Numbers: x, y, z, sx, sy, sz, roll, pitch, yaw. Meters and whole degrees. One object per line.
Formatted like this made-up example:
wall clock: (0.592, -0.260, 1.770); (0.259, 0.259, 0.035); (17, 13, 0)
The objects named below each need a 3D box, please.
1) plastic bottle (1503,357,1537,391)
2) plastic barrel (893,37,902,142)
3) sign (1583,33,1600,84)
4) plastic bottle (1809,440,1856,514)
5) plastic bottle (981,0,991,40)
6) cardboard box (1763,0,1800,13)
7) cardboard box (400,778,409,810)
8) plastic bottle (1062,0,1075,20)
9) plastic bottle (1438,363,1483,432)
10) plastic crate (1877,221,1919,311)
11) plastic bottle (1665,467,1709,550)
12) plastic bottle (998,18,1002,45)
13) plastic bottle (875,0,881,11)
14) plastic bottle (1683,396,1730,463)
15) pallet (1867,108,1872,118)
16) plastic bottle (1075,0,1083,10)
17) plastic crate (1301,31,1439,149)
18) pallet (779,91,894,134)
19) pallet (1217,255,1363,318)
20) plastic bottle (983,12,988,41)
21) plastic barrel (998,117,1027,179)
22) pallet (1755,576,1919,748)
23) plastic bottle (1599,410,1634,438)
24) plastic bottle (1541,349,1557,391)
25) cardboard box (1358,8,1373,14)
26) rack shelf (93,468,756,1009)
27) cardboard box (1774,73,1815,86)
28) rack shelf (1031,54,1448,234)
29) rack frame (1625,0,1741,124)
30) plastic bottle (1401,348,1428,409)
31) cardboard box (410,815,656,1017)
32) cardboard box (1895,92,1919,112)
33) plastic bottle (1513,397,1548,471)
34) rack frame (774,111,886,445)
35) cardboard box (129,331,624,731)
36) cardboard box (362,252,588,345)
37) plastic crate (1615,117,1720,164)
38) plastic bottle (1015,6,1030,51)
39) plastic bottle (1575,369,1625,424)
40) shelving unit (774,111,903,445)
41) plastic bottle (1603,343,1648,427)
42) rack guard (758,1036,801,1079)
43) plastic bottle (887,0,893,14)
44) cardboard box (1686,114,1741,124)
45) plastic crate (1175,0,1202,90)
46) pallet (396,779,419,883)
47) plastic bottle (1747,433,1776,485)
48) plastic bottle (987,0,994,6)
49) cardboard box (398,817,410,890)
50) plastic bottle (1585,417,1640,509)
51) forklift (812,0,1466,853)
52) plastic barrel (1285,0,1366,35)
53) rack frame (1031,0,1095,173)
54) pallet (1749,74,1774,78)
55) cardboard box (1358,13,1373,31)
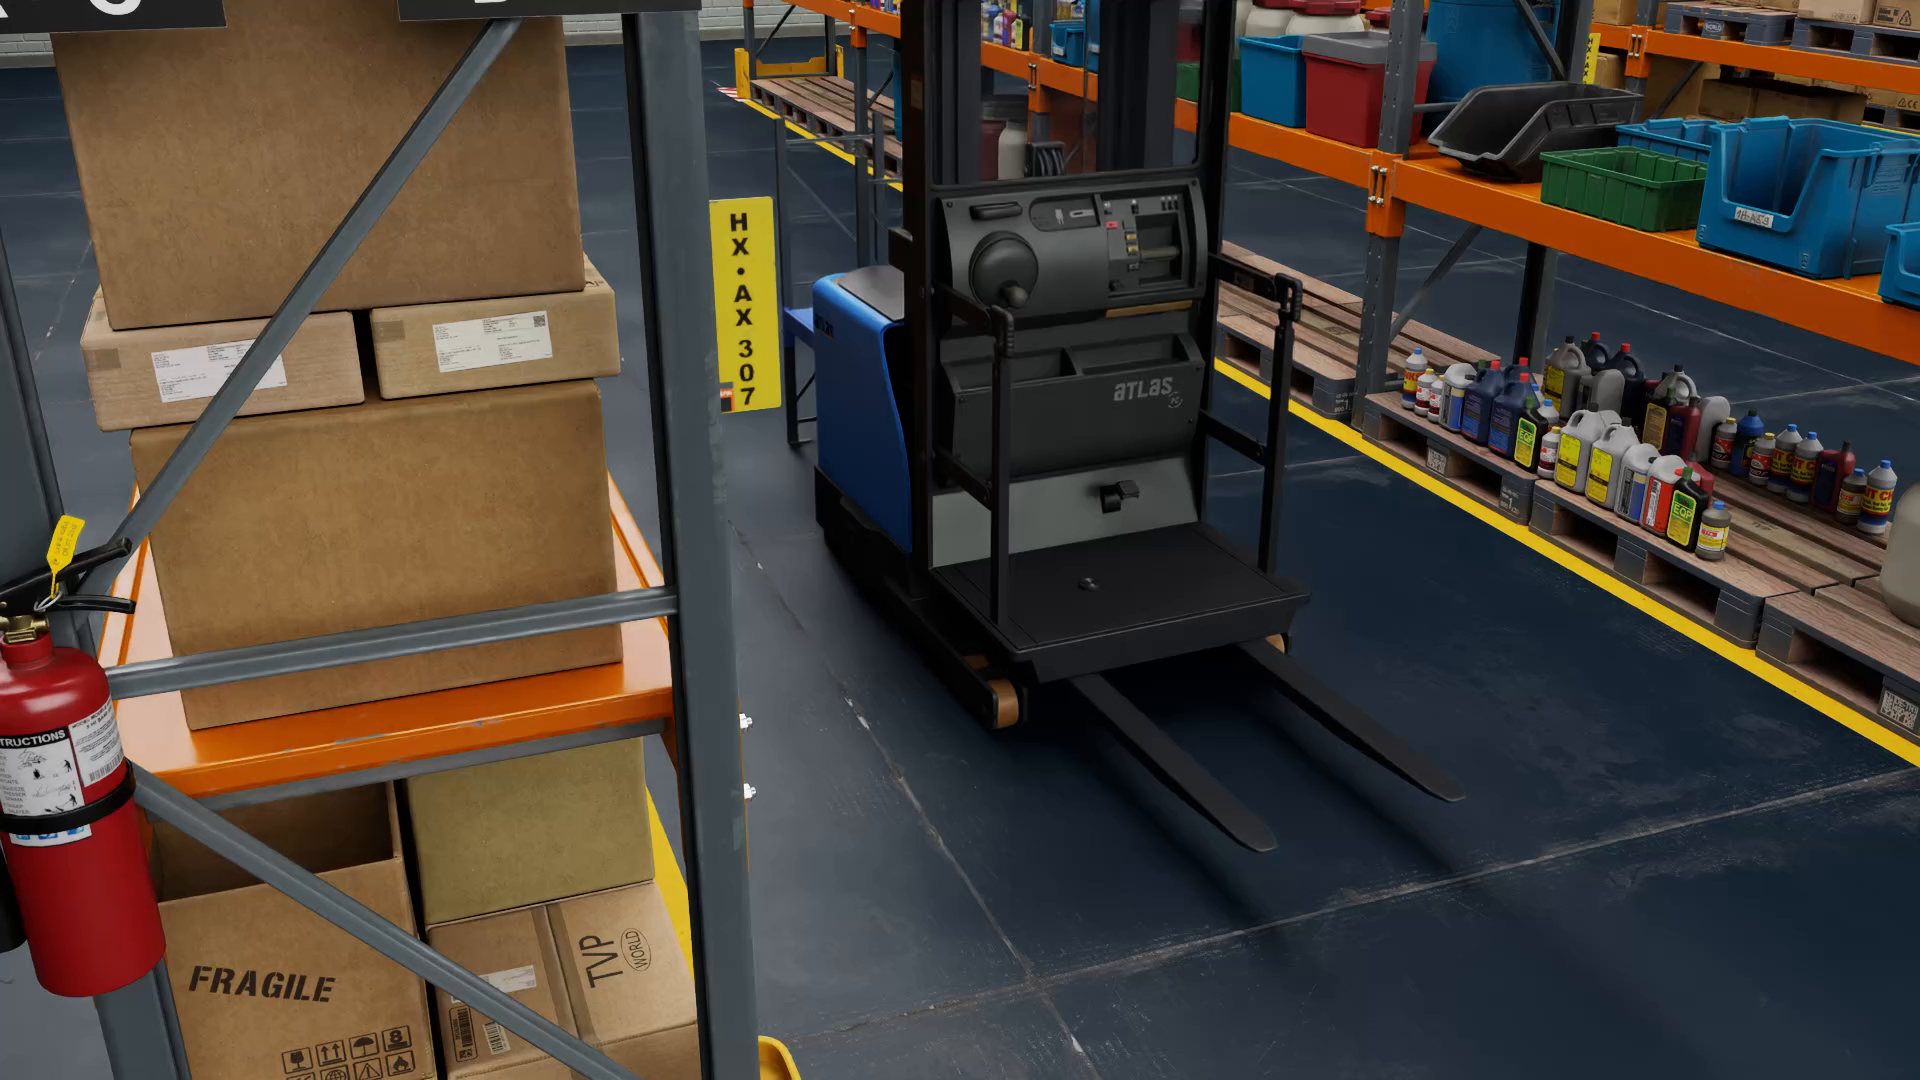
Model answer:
plastic bottle: (2.408, -0.625, 7.214); (0.144, 0.351, 0.185); (-8, 24, -19)
plastic barrel: (-0.274, -3.906, 14.317); (0.600, 0.901, 0.708); (-8, 24, -19)
sign: (2.895, -2.172, 7.685); (0.100, 0.325, 0.005); (-8, 24, -19)
plastic bottle: (3.377, -0.257, 6.429); (0.061, 0.283, 0.133); (-8, 24, -18)
plastic bottle: (0.178, -3.725, 11.892); (0.097, 0.271, 0.097); (0, 23, 0)
cardboard box: (6.116, -3.966, 11.628); (0.700, 0.500, 0.500); (-5, 23, -11)
cardboard box: (-1.194, 0.300, 4.210); (0.500, 0.500, 0.500); (-8, 24, -19)
plastic bottle: (0.805, -3.915, 12.342); (0.097, 0.271, 0.097); (0, 23, 0)
plastic bottle: (2.219, -0.631, 7.326); (0.152, 0.276, 0.135); (-7, 24, -17)
plastic crate: (3.108, -0.829, 5.046); (0.499, 0.251, 0.408); (-8, 24, -19)
plastic bottle: (2.672, -0.118, 6.098); (0.061, 0.283, 0.133); (-8, 24, -18)
plastic bottle: (0.316, -3.552, 11.570); (0.097, 0.201, 0.097); (0, 23, 0)
plastic bottle: (-0.672, -4.586, 13.919); (0.061, 0.283, 0.133); (-8, 24, -19)
plastic bottle: (3.109, -0.480, 6.966); (0.152, 0.276, 0.135); (-8, 24, -18)
pallet: (9.136, -4.636, 17.477); (1.003, 0.211, 1.213); (-8, 24, -19)
plastic bottle: (0.877, -3.774, 12.009); (0.097, 0.271, 0.097); (0, 23, 0)
plastic crate: (1.919, -2.137, 7.875); (0.402, 0.464, 0.583); (-8, 24, -19)
pallet: (-1.181, -4.301, 16.682); (1.003, 0.211, 1.213); (-8, 24, -19)
pallet: (1.628, -1.412, 9.829); (1.003, 0.211, 1.213); (-8, 24, -19)
plastic bottle: (0.213, -3.658, 11.822); (0.097, 0.201, 0.097); (0, 23, 0)
plastic barrel: (0.491, -2.842, 12.293); (0.421, 0.512, 0.421); (0, 23, 0)
pallet: (3.436, 0.448, 5.415); (1.003, 0.211, 1.213); (-8, 24, -19)
plastic bottle: (2.620, -0.377, 6.723); (0.152, 0.276, 0.135); (-8, 24, -19)
plastic bottle: (2.796, -0.797, 7.816); (0.097, 0.201, 0.097); (0, 23, 0)
cardboard box: (4.025, -5.025, 17.004); (0.875, 0.875, 0.875); (-8, 24, -19)
rack shelf: (-1.553, -0.237, 4.376); (1.077, 0.370, 4.000); (-8, 24, -19)
cardboard box: (8.872, -4.940, 17.286); (0.500, 0.500, 0.500); (-7, 24, -17)
rack shelf: (1.670, -2.368, 9.433); (1.077, 0.370, 4.000); (-8, 24, -19)
rack frame: (5.597, -4.106, 12.630); (1.000, 3.000, 0.127); (-8, 24, -19)
plastic bottle: (2.079, -0.743, 7.596); (0.097, 0.271, 0.097); (0, 23, 0)
cardboard box: (-1.007, 0.826, 3.929); (0.500, 0.250, 0.500); (-8, 24, -19)
cardboard box: (9.414, -4.374, 15.943); (0.500, 0.500, 0.500); (-9, 25, -21)
plastic bottle: (2.359, -0.440, 6.862); (0.061, 0.283, 0.133); (-7, 24, -17)
rack frame: (-0.577, -1.183, 7.626); (0.500, 1.500, 0.032); (-10, 25, -22)
cardboard box: (-0.999, -0.059, 2.899); (0.700, 0.500, 0.500); (-8, 24, -19)
cardboard box: (-0.879, -0.454, 3.001); (0.380, 0.149, 0.250); (-9, 24, -20)
plastic crate: (3.021, -1.540, 6.732); (0.499, 0.251, 0.616); (-8, 24, -19)
plastic bottle: (0.421, -3.461, 11.250); (0.061, 0.283, 0.133); (-8, 24, -19)
plastic bottle: (2.811, -0.627, 7.316); (0.152, 0.276, 0.135); (-8, 24, -19)
shelving unit: (-0.374, -1.002, 7.196); (0.538, 1.500, 1.048); (-10, 25, -22)
plastic bottle: (2.941, -0.691, 7.371); (0.144, 0.351, 0.185); (-10, 25, -22)
rack guard: (-0.838, 1.319, 2.976); (1.175, 0.500, 0.348); (-8, 24, -19)
plastic bottle: (-0.514, -4.469, 13.651); (0.152, 0.276, 0.135); (-8, 24, -19)
cardboard box: (5.852, -2.916, 12.459); (0.700, 0.500, 0.500); (-10, 25, -22)
plastic crate: (1.248, -2.827, 9.512); (0.402, 0.464, 0.583); (-8, 24, -19)
pallet: (-1.583, 0.729, 4.749); (1.003, 0.211, 1.213); (-8, 24, -19)
plastic bottle: (3.249, -0.331, 6.711); (0.097, 0.201, 0.097); (0, 23, 0)
plastic bottle: (0.236, -4.333, 13.334); (0.097, 0.271, 0.097); (0, 23, 0)
cardboard box: (-1.500, 0.898, 3.757); (0.500, 0.250, 0.500); (-8, 24, -19)
plastic bottle: (2.556, -0.314, 6.478); (0.144, 0.351, 0.185); (-7, 24, -17)
forklift: (0.468, -0.934, 5.192); (1.130, 2.935, 3.031); (-10, 25, -22)
plastic barrel: (1.984, -2.680, 9.071); (0.433, 0.535, 0.433); (0, 23, 0)
rack frame: (0.963, -3.426, 11.018); (1.000, 3.000, 0.127); (-8, 24, -19)
pallet: (8.589, -5.157, 18.715); (1.003, 0.211, 1.213); (-8, 24, -19)
cardboard box: (4.428, -4.544, 15.864); (1.225, 0.875, 0.875); (-8, 24, -19)
